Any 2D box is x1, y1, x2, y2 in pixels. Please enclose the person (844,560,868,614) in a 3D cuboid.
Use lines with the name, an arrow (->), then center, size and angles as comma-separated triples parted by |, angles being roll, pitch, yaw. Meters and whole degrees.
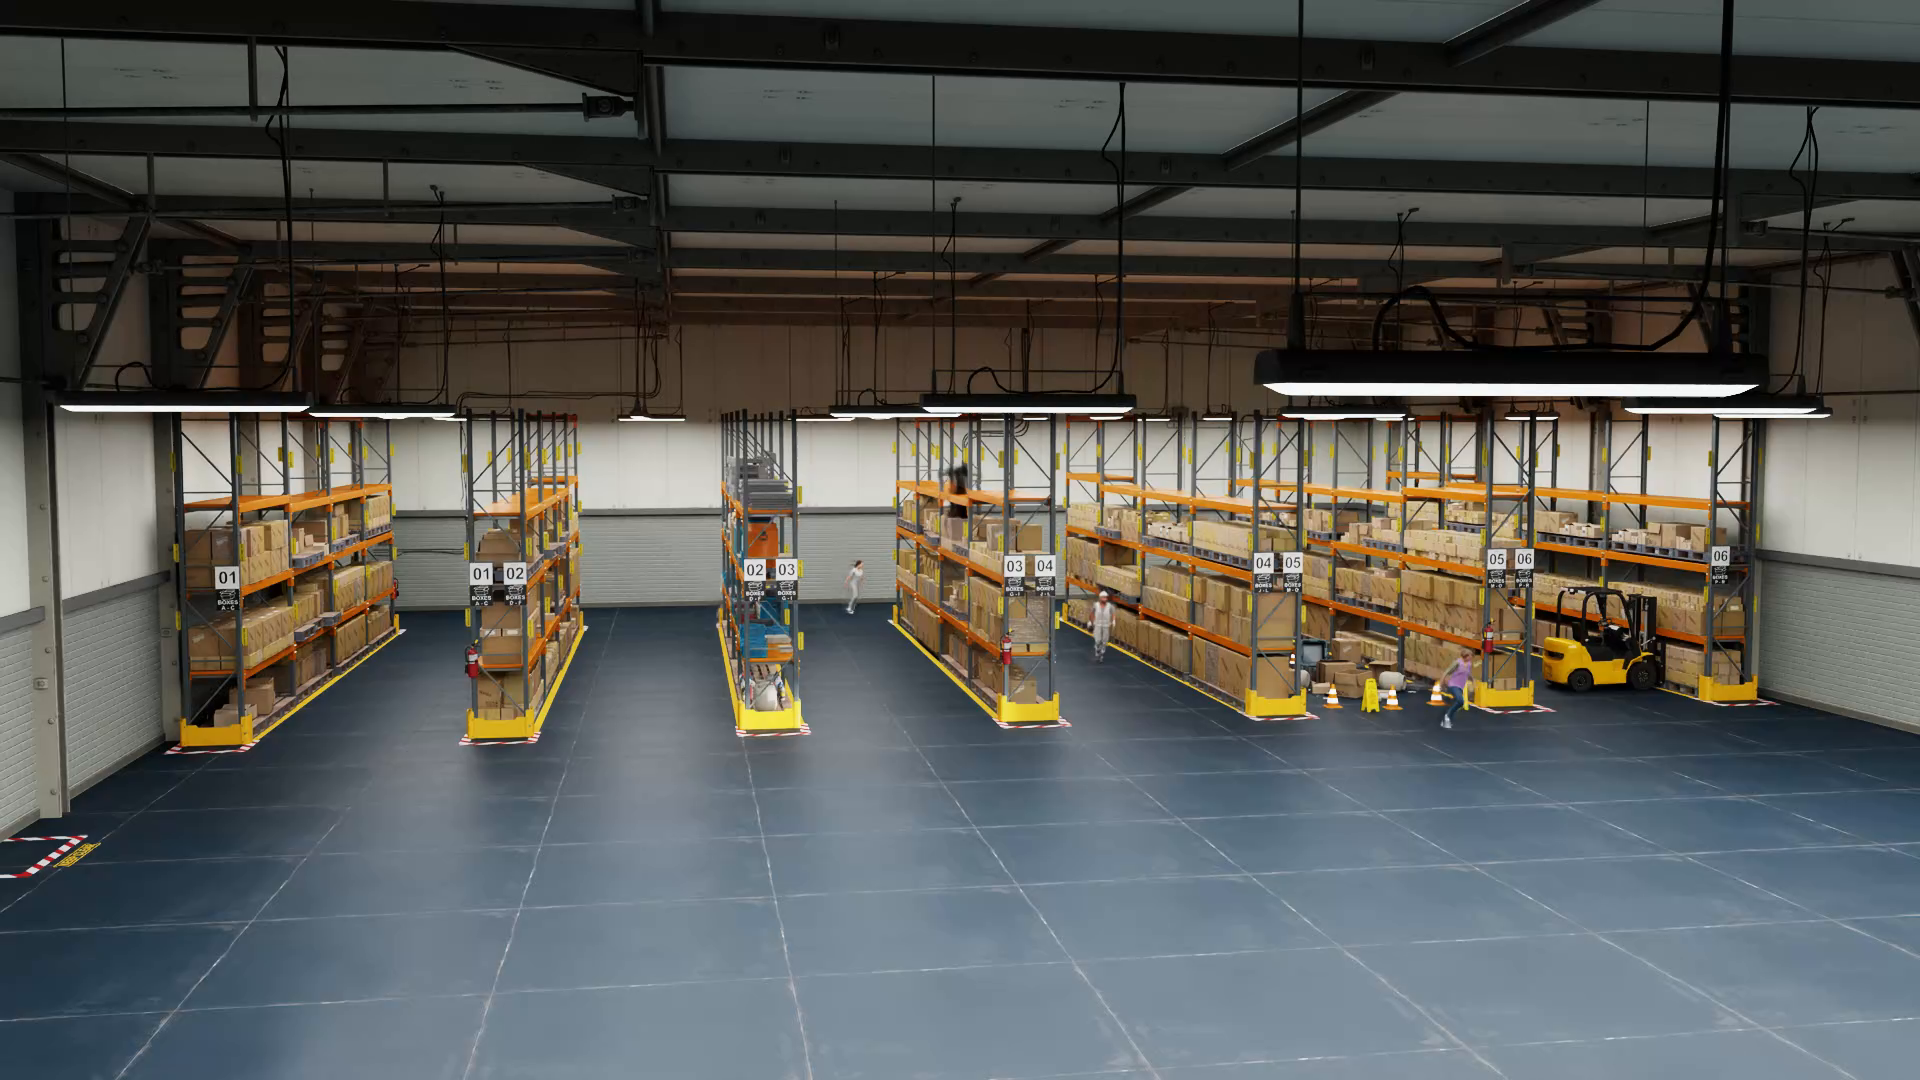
person -> -3.167, 1.413, 50.207 | 0.621, 1.621, 0.593 | 4, 5, 42

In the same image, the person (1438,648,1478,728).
person -> 9.362, 2.780, 31.178 | 0.520, 1.525, 0.694 | -3, 5, -34

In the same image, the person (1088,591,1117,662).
person -> 3.394, 2.076, 39.588 | 0.654, 1.734, 0.807 | 0, 4, -1

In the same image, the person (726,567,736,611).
person -> -6.684, 1.523, 48.802 | 0.802, 1.606, 0.636 | 1, 4, 9
